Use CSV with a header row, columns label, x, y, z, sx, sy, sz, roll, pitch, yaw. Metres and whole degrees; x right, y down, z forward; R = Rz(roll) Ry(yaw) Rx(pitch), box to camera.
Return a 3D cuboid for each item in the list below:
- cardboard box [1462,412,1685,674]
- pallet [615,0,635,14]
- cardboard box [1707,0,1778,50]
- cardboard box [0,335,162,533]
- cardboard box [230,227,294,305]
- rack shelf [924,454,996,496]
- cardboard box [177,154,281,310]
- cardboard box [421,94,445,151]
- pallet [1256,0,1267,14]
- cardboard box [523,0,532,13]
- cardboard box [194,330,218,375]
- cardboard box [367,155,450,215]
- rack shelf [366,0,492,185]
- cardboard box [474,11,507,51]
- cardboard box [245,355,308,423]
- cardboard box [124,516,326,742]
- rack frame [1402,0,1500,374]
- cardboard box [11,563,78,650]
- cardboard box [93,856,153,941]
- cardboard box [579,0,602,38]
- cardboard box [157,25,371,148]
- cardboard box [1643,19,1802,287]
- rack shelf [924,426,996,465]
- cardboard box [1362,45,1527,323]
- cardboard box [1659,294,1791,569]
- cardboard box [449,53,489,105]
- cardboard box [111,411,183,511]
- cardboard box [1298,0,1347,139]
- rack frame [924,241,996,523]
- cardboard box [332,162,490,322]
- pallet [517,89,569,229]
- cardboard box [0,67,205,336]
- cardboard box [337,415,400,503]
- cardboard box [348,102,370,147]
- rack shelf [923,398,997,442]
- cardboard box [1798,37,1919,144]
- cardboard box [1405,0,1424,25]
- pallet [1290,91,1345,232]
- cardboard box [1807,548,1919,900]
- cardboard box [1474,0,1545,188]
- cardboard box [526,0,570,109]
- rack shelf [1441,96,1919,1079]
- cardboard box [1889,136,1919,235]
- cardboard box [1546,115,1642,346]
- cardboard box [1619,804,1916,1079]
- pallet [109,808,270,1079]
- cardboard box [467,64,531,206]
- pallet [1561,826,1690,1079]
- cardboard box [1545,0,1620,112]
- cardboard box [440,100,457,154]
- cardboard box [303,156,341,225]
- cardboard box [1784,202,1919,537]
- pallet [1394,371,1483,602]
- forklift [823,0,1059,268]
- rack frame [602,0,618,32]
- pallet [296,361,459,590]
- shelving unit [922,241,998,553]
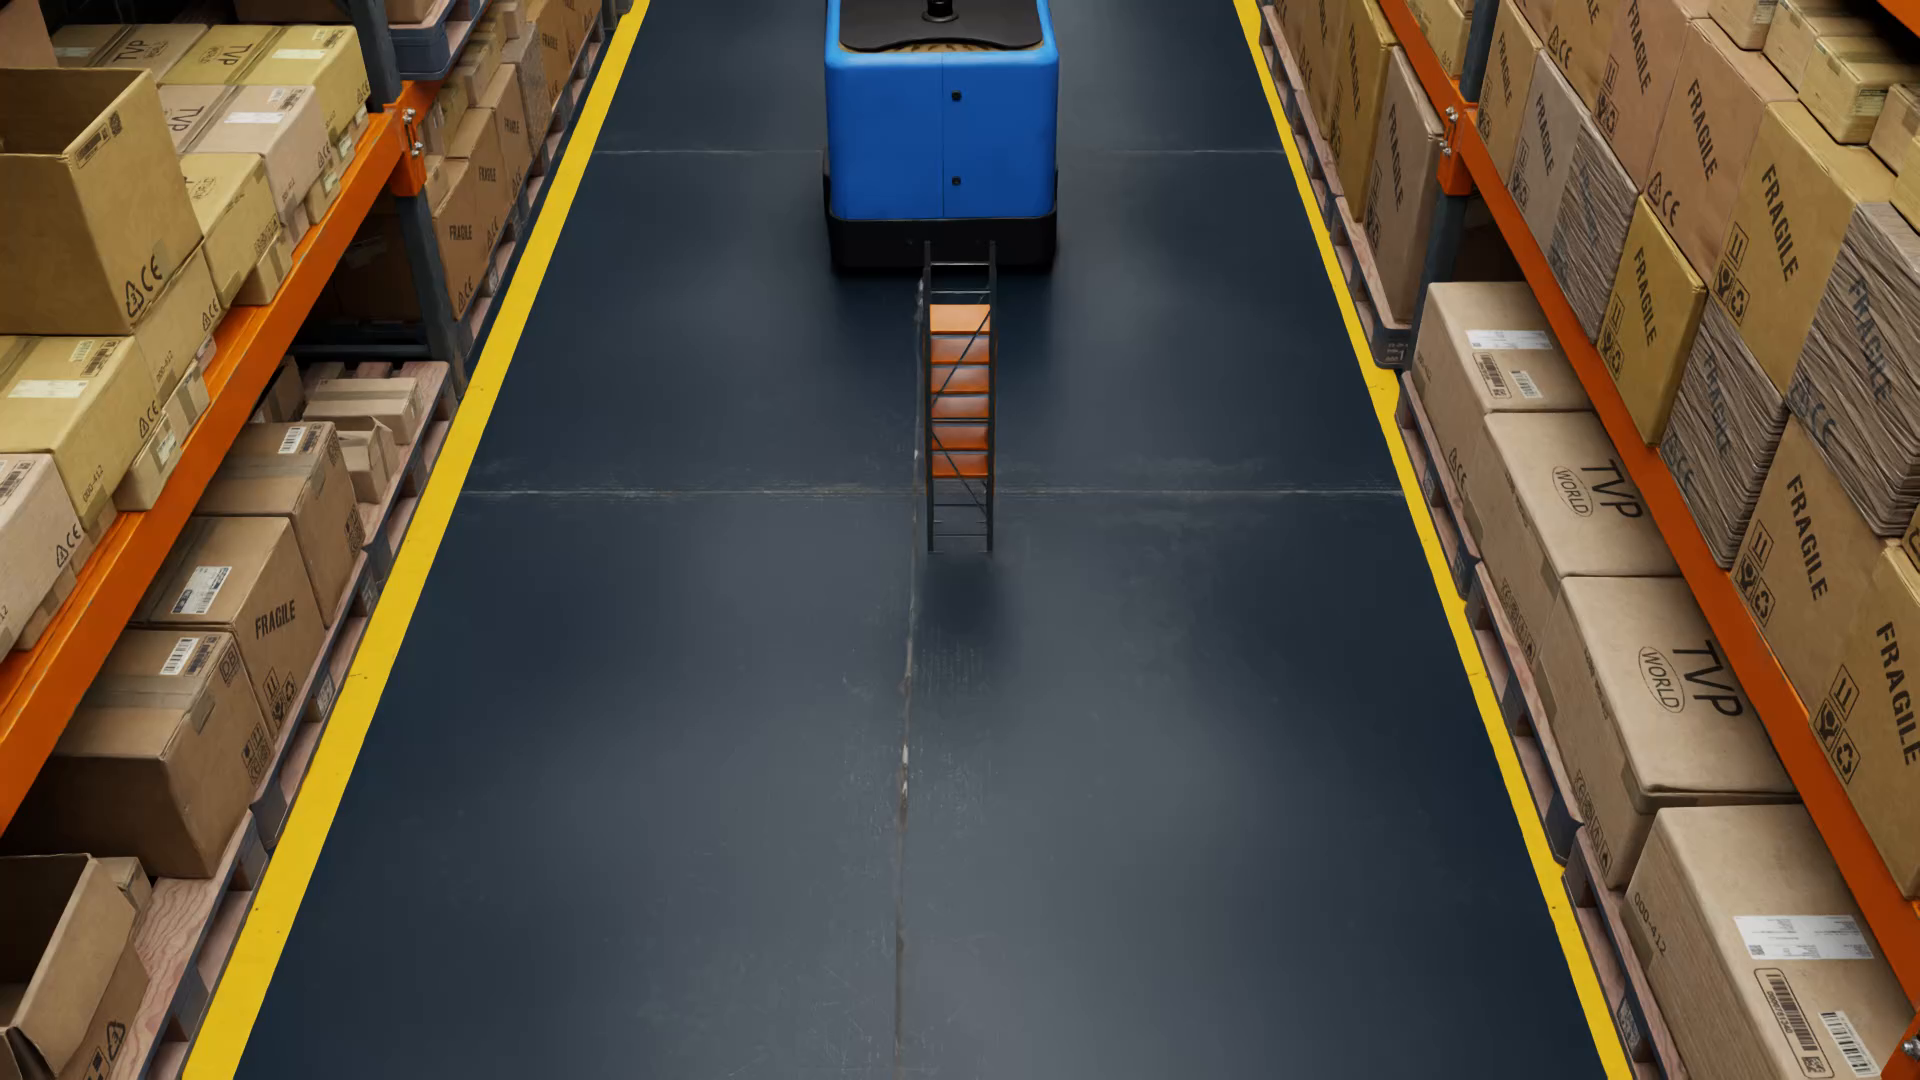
label,x,y,z,sx,sy,sz,roll,pitch,yaw
cardboard box,2.268,-0.009,5.576,0.875,0.438,0.875,-1,39,-1
pallet,-2.557,-3.720,10.723,1.003,0.211,1.213,0,39,0
cardboard box,2.097,-1.330,4.113,0.380,0.149,0.250,0,39,0
cardboard box,-2.322,-0.264,4.063,0.500,0.250,0.500,-1,39,-1
cardboard box,-2.290,-0.845,5.107,0.380,0.149,0.250,-1,39,-1
rack shelf,0.000,-0.255,6.064,0.258,0.103,0.180,0,39,0
cardboard box,-2.343,-0.906,4.864,0.500,0.250,0.500,0,39,0
cardboard box,-2.373,-1.736,6.925,0.380,0.149,0.250,-2,39,-2
pallet,2.369,-3.700,10.698,1.003,0.211,1.213,0,39,0
cardboard box,-2.398,-2.770,8.452,0.380,0.149,0.250,-1,39,-1
cardboard box,-2.354,-0.530,4.713,0.380,0.149,0.250,0,39,0
cardboard box,-2.325,-1.458,6.815,0.380,0.149,0.250,2,39,2
rack shelf,-2.593,-2.762,7.873,1.077,0.370,4.000,0,39,0
cardboard box,-2.419,-2.443,8.044,0.380,0.149,0.250,0,39,0
cardboard box,-2.826,-0.493,6.281,0.500,0.311,0.500,1,39,2
cardboard box,-2.355,0.273,5.173,0.500,0.500,0.500,1,39,1
rack frame,2.373,-1.798,6.095,1.000,3.000,0.127,0,39,0
cardboard box,-2.333,0.120,3.902,0.380,0.149,0.250,1,39,1
cardboard box,-2.454,1.010,4.535,0.380,0.149,0.250,-1,39,-2
cardboard box,-2.380,-3.217,9.529,0.500,0.500,0.500,1,39,1
cardboard box,-2.346,-1.531,5.644,0.500,0.250,0.500,1,39,1
cardboard box,2.113,-0.977,4.191,0.500,0.500,0.500,0,39,0
rack shelf,0.000,-0.349,5.989,0.258,0.103,0.180,0,39,0
cardboard box,2.292,-1.520,7.111,0.875,0.875,0.875,1,39,1
cardboard box,2.117,-0.272,4.111,0.500,0.500,0.500,1,39,1
cardboard box,-2.391,-2.119,7.640,0.380,0.149,0.250,0,39,0
cardboard box,-2.264,-0.204,4.307,0.380,0.149,0.250,-1,39,-1
cardboard box,2.283,-2.644,8.514,0.875,0.875,0.875,0,39,1
rack frame,0.000,-0.534,5.957,0.240,1.200,0.006,0,39,0
cardboard box,-2.366,-1.283,7.115,0.500,0.500,0.500,2,39,2
pallet,-2.634,-1.977,8.548,1.003,0.211,1.213,0,39,0
cardboard box,-2.319,-0.863,4.210,0.500,0.500,0.500,1,39,1
cardboard box,-2.296,-0.317,6.098,0.396,0.266,0.258,1,39,2
cardboard box,-2.338,-1.495,5.917,0.380,0.149,0.250,0,39,1
rack shelf,0.000,-0.443,5.914,0.258,0.103,0.180,0,39,0
cardboard box,2.121,-1.001,3.702,0.380,0.149,0.250,1,39,1
cardboard box,2.121,-2.338,6.889,0.500,0.250,0.500,-1,39,-1
pallet,2.293,-1.957,8.523,1.003,0.211,1.213,0,39,0
cardboard box,2.112,0.363,3.318,0.500,0.500,0.500,0,39,0
cardboard box,2.112,-1.543,5.697,0.500,0.500,0.500,1,39,1
cardboard box,-2.386,-2.577,8.730,0.500,0.500,0.500,2,39,2
rack shelf,2.375,-0.266,4.759,1.077,0.370,4.000,0,39,0
cardboard box,2.109,-0.681,3.302,0.380,0.149,0.250,1,39,1
cardboard box,2.102,-0.917,4.916,0.500,0.500,0.500,0,39,0
cardboard box,2.277,1.127,4.158,0.875,0.438,0.875,-1,39,-2
pallet,-2.588,1.252,4.519,1.003,0.211,1.213,0,39,0
cardboard box,-2.373,-1.928,7.920,0.500,0.500,0.500,-1,39,-1
pallet,2.299,1.292,4.469,1.003,0.211,1.213,0,39,0
cardboard box,2.126,-1.613,4.985,0.500,0.500,0.500,-1,39,-1
cardboard box,-2.414,-1.792,7.231,0.380,0.149,0.250,-2,39,-2
cardboard box,-2.291,-1.169,5.511,0.380,0.149,0.250,1,39,1
cardboard box,2.109,-0.354,3.413,0.500,0.500,0.500,0,39,0
pallet,2.296,-0.234,6.373,1.003,0.211,1.213,0,39,0
forklift,-0.131,-3.307,8.033,1.130,2.935,3.031,-1,39,-2
rack frame,-2.595,-4.293,9.209,1.000,3.000,0.127,0,39,0
pallet,-2.591,-0.274,6.423,1.003,0.211,1.213,0,39,0
shelving unit,0.000,-0.477,5.886,0.258,1.200,0.189,0,39,0
